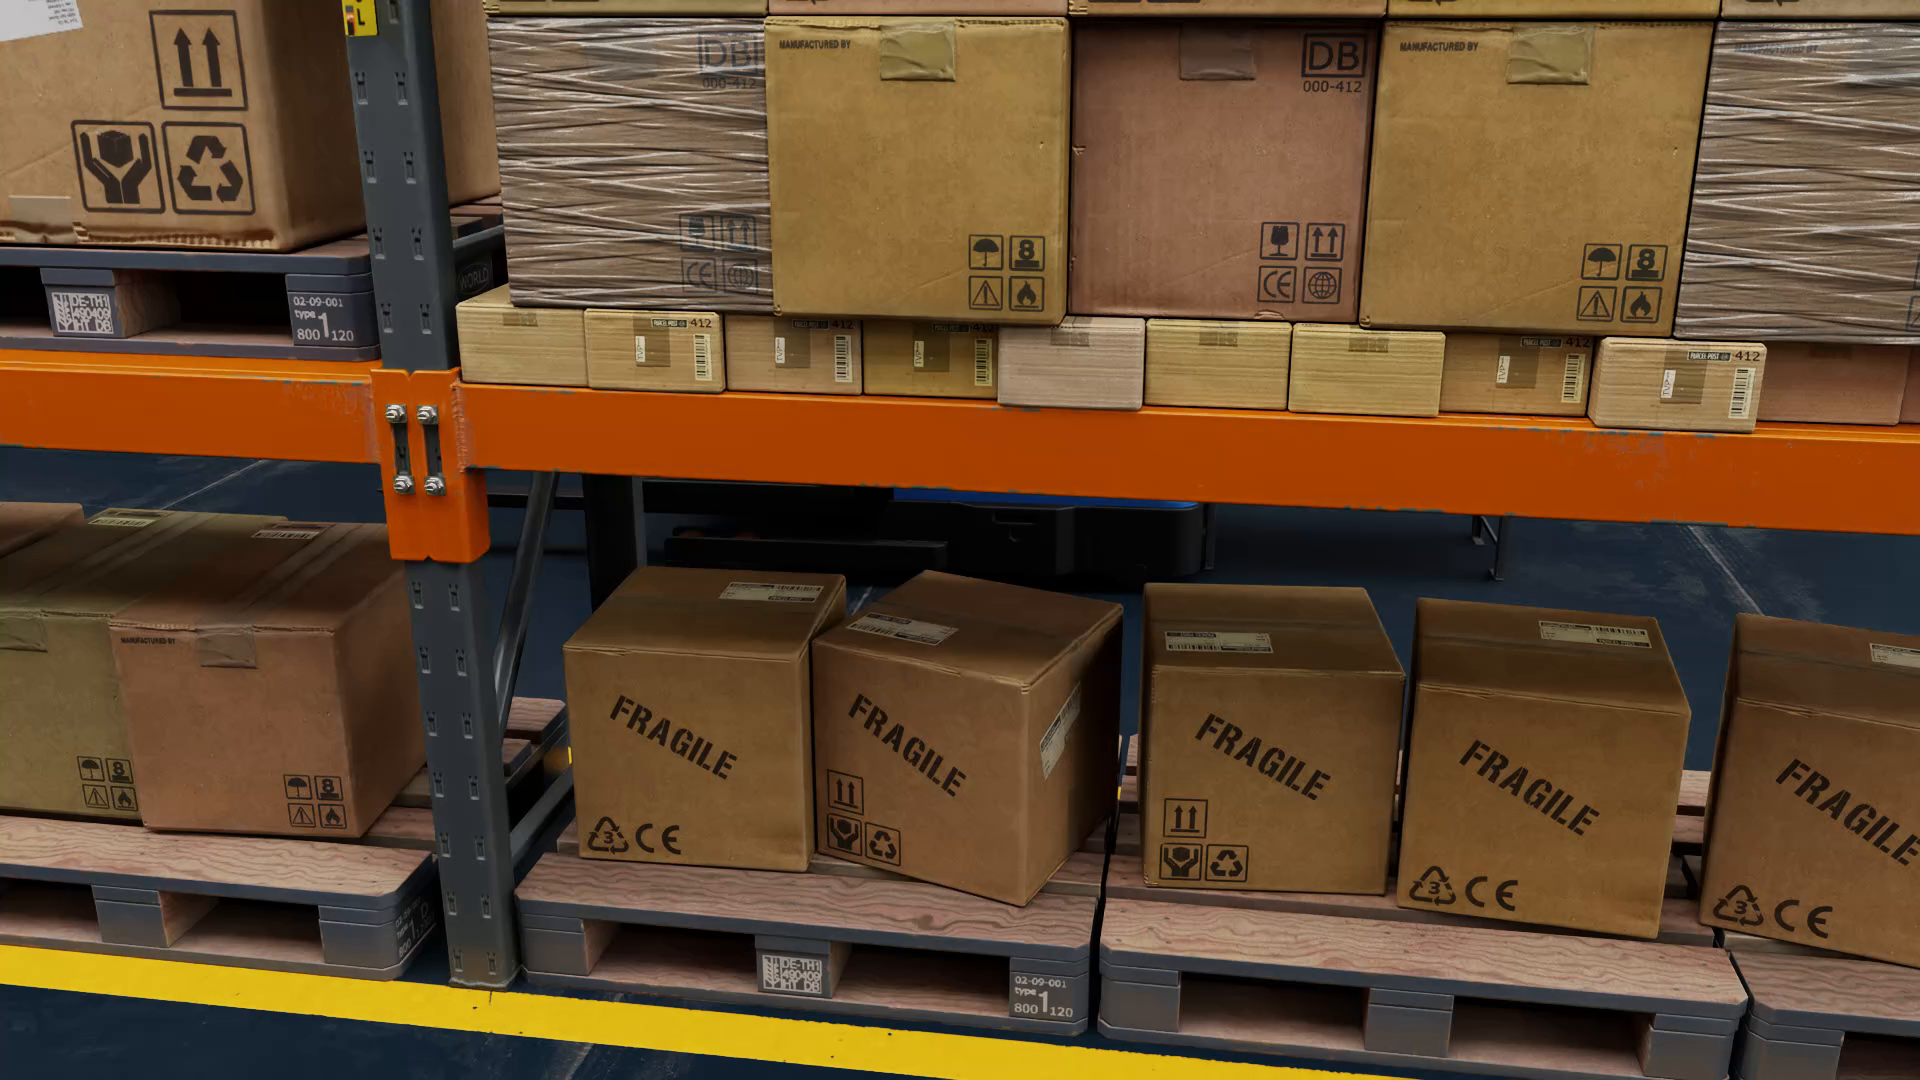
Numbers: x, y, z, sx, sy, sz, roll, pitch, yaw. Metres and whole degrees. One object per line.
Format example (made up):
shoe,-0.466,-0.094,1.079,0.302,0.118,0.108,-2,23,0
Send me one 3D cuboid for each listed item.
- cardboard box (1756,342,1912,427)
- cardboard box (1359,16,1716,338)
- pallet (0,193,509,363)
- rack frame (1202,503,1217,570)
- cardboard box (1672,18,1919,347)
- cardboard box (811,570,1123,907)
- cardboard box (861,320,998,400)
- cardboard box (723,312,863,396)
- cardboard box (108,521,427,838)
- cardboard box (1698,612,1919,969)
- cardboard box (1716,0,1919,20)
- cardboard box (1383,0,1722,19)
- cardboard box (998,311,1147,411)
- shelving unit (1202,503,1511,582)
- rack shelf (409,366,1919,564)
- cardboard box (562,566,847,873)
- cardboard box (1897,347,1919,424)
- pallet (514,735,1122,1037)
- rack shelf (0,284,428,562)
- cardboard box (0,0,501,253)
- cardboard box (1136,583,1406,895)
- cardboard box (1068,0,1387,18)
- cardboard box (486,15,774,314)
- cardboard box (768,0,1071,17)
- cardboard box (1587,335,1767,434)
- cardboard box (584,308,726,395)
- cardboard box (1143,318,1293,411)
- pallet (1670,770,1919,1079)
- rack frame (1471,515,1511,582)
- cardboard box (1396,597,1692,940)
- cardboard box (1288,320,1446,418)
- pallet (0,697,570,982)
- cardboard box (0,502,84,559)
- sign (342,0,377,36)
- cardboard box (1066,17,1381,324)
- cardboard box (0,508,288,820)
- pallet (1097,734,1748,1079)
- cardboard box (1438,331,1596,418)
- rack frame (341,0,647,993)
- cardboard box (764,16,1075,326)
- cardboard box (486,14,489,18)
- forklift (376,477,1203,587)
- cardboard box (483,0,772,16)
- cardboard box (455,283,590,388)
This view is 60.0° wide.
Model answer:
cardboard box,1.467,-0.323,2.937,0.250,0.149,0.380,3,19,9
cardboard box,0.988,-0.714,3.085,0.500,0.500,0.875,3,19,9
pallet,-1.663,-0.629,3.758,1.213,0.211,1.003,3,19,9
rack frame,0.923,-0.681,5.975,0.032,1.500,0.500,2,19,6
cardboard box,1.480,-0.686,2.998,0.500,0.500,0.875,3,19,9
cardboard box,0.024,0.410,3.629,0.500,0.500,0.500,9,21,26
cardboard box,-0.022,-0.381,3.112,0.250,0.149,0.380,3,19,9
cardboard box,-0.271,-0.391,3.141,0.250,0.149,0.380,3,19,9
cardboard box,-1.534,0.303,3.915,0.500,0.500,0.700,1,19,4
cardboard box,1.809,0.496,3.372,0.500,0.500,0.500,8,20,23
cardboard box,1.448,-1.097,2.651,0.500,0.500,0.500,3,19,9
cardboard box,0.956,-1.124,2.734,0.500,0.500,0.500,3,19,9
cardboard box,0.218,-0.356,3.036,0.250,0.149,0.380,3,19,9
shelving unit,1.428,-0.662,5.919,1.048,1.500,0.538,2,19,6
rack shelf,1.044,-0.194,3.289,4.000,0.370,1.077,3,19,9
cardboard box,-0.542,0.383,3.709,0.500,0.500,0.500,2,19,7
cardboard box,1.718,-0.317,2.920,0.250,0.149,0.380,3,19,9
pallet,-0.262,0.709,3.851,1.213,0.211,1.003,3,19,9
rack shelf,-2.906,-0.395,3.891,4.000,0.370,1.077,3,19,9
cardboard box,-1.693,-1.203,3.565,1.000,1.000,1.000,3,19,9
cardboard box,0.650,0.416,3.610,0.500,0.500,0.500,1,19,4
cardboard box,0.460,-1.146,2.799,0.500,0.500,0.500,3,19,9
cardboard box,-0.497,-0.782,3.287,0.500,0.500,0.875,3,19,9
cardboard box,-0.033,-1.172,2.875,0.500,0.500,0.500,3,19,9
cardboard box,1.206,-0.308,2.891,0.250,0.149,0.380,3,19,9
cardboard box,-0.522,-0.395,3.152,0.250,0.149,0.380,3,19,9
cardboard box,0.472,-0.356,3.037,0.250,0.149,0.380,3,19,9
pallet,2.147,0.832,3.484,1.213,0.211,1.003,3,19,9
rack frame,1.933,-0.644,5.863,0.032,1.500,0.500,2,19,6
cardboard box,1.194,0.458,3.484,0.500,0.500,0.500,5,19,14
cardboard box,0.717,-0.340,2.989,0.250,0.149,0.380,3,19,9
pallet,-1.700,0.648,4.034,1.213,0.211,1.003,3,19,9
cardboard box,-2.554,0.245,4.089,0.500,0.500,0.700,1,19,4
sign,-1.016,-1.011,2.772,0.005,0.325,0.100,3,19,9
cardboard box,0.501,-0.753,3.198,0.500,0.500,0.875,3,19,9
cardboard box,-2.002,0.273,4.005,0.500,0.500,0.700,3,19,8
pallet,0.946,0.770,3.669,1.213,0.211,1.003,3,19,9
cardboard box,0.971,-0.342,2.994,0.250,0.149,0.380,3,19,9
rack frame,-0.931,-0.636,3.476,0.127,3.000,1.000,3,19,9
cardboard box,-0.008,-0.746,3.179,0.500,0.500,0.875,3,19,9
cardboard box,-2.041,-2.806,8.229,0.500,0.500,0.700,3,19,8
forklift,-0.621,-1.413,5.907,3.031,2.935,1.130,2,19,6
cardboard box,-0.527,-1.196,2.949,0.500,0.500,0.500,3,19,9
cardboard box,-0.767,-0.412,3.202,0.250,0.149,0.380,3,19,9
